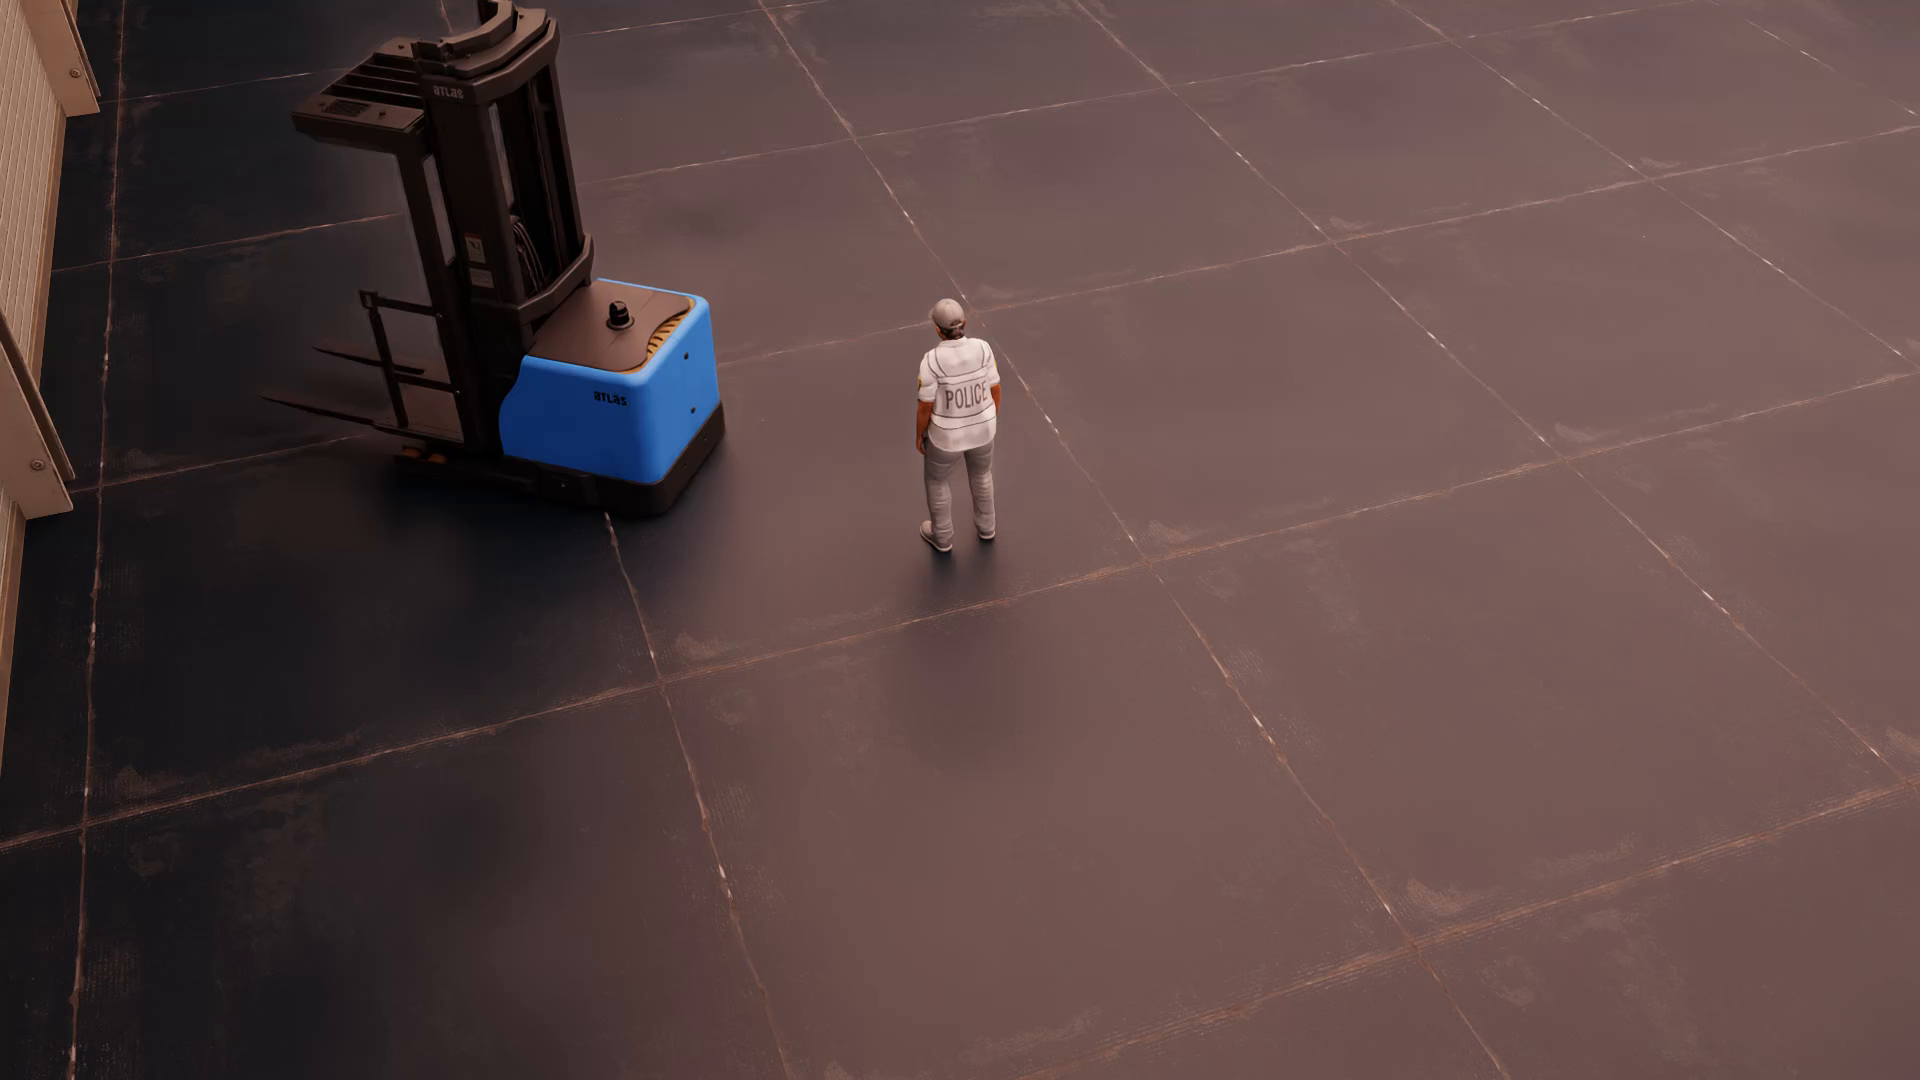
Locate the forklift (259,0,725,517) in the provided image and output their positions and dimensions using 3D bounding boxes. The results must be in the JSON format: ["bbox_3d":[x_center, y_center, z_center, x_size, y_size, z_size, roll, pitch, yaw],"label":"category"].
[{"bbox_3d":[-3.134,-1.823,10.168,3.031,2.935,1.130,12,41,14],"label":"forklift"}]

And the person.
[{"bbox_3d":[-0.014,-0.665,9.774,0.546,1.666,0.466,-15,42,-17],"label":"person"}]
